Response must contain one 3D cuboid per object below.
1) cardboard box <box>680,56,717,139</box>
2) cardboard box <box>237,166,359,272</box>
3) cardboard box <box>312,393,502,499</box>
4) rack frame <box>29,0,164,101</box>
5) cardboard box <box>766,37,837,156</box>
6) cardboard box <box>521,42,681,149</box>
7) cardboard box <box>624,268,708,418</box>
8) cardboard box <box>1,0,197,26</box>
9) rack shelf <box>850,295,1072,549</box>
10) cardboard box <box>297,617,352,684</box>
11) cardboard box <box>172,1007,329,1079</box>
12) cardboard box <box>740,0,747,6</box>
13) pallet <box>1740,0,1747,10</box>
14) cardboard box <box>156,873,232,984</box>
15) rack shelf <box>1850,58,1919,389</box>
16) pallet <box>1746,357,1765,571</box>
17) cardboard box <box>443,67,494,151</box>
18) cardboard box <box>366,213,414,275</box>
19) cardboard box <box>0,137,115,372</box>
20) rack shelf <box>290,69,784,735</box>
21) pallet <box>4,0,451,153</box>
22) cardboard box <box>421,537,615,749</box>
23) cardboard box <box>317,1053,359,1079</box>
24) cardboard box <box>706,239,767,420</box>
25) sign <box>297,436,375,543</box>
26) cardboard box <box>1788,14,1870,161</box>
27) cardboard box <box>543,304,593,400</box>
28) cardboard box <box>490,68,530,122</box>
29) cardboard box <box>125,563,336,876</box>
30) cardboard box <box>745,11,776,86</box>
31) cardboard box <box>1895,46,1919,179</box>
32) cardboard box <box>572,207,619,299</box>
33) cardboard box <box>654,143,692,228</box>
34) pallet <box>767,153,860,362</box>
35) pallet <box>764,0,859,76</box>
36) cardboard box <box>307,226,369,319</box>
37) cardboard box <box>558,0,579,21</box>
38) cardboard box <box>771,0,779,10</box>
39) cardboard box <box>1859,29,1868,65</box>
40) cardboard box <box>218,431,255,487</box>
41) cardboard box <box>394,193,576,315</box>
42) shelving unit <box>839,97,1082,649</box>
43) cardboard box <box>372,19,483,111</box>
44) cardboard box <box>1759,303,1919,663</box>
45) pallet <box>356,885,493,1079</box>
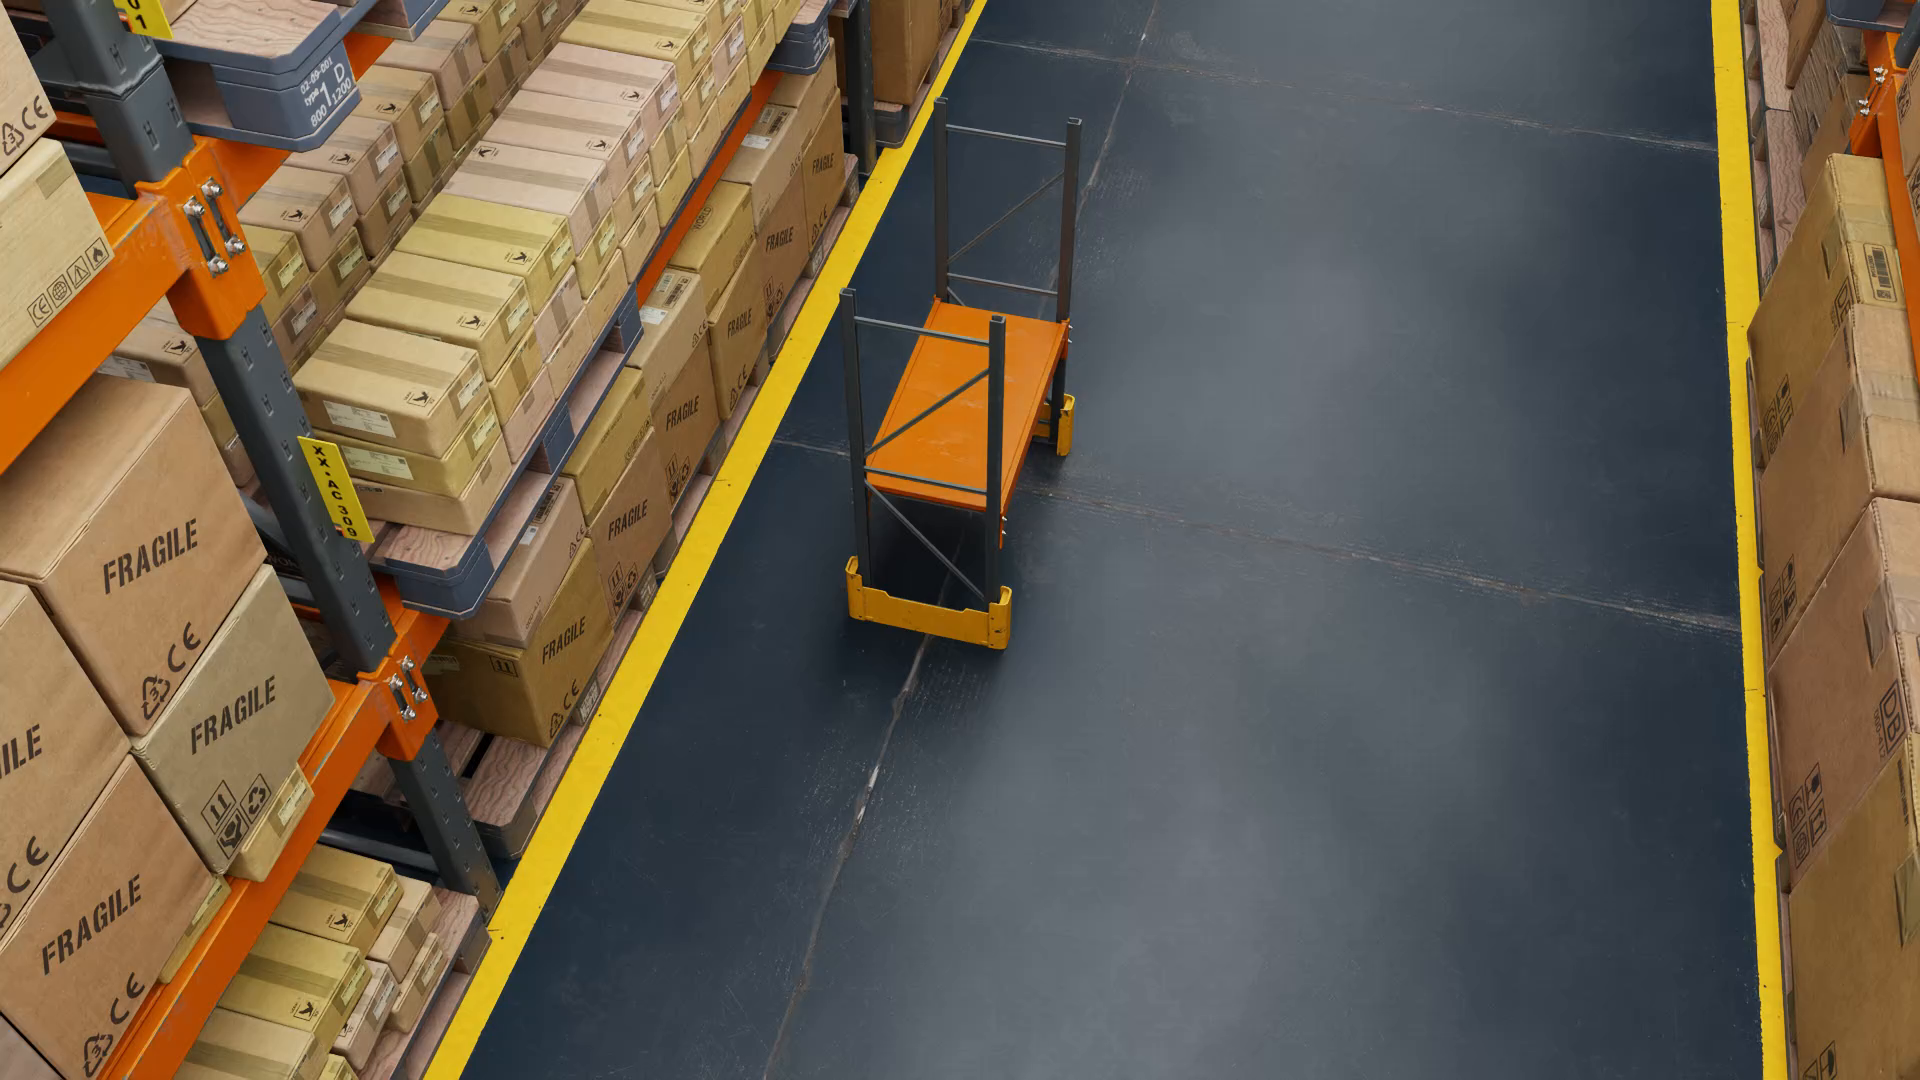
[{"bbox_3d":[-0.983,-1.406,5.179,0.380,0.149,0.250,11,49,9],"label":"cardboard box"},{"bbox_3d":[-1.883,-0.888,4.524,0.380,0.149,0.250,10,49,9],"label":"cardboard box"},{"bbox_3d":[-1.393,-0.274,4.180,0.380,0.149,0.250,12,50,11],"label":"cardboard box"},{"bbox_3d":[-1.940,-1.911,1.935,1.000,3.000,0.127,12,50,10],"label":"rack frame"},{"bbox_3d":[-0.814,-1.833,6.754,0.500,0.250,0.500,11,49,9],"label":"cardboard box"},{"bbox_3d":[-1.053,-1.308,4.894,0.380,0.149,0.250,13,50,11],"label":"cardboard box"},{"bbox_3d":[-1.214,-0.722,5.773,0.500,0.250,0.500,13,50,11],"label":"cardboard box"},{"bbox_3d":[-1.734,-1.343,3.087,0.700,0.500,0.500,12,50,10],"label":"cardboard box"},{"bbox_3d":[0.022,-0.439,5.877,0.538,0.185,1.000,12,50,10],"label":"rack shelf"},{"bbox_3d":[-1.988,0.177,5.480,0.500,0.500,0.500,11,49,9],"label":"cardboard box"},{"bbox_3d":[-1.870,1.365,4.270,0.380,0.149,0.250,11,50,10],"label":"cardboard box"},{"bbox_3d":[-0.847,-1.889,5.407,0.380,0.149,0.250,12,50,10],"label":"cardboard box"},{"bbox_3d":[4.721,-3.174,8.911,1.003,0.211,1.213,12,50,10],"label":"pallet"},{"bbox_3d":[-1.880,0.799,3.711,0.380,0.149,0.250,13,50,12],"label":"cardboard box"},{"bbox_3d":[3.345,-0.083,4.802,1.077,0.370,4.000,12,50,10],"label":"rack shelf"},{"bbox_3d":[3.591,-0.289,6.364,1.003,0.211,1.213,12,50,10],"label":"pallet"},{"bbox_3d":[-1.682,-1.361,5.140,0.380,0.149,0.250,12,50,10],"label":"cardboard box"},{"bbox_3d":[-1.825,-0.857,4.893,0.380,0.149,0.250,9,49,8],"label":"cardboard box"},{"bbox_3d":[-1.809,-0.460,2.755,0.500,0.250,0.500,13,50,11],"label":"cardboard box"},{"bbox_3d":[-1.414,-1.134,5.730,1.077,0.370,4.000,12,50,10],"label":"rack shelf"},{"bbox_3d":[-1.675,-1.282,3.505,1.213,0.211,1.003,12,50,10],"label":"pallet"},{"bbox_3d":[-1.490,0.280,5.389,0.500,0.500,0.500,13,50,11],"label":"cardboard box"},{"bbox_3d":[-1.829,1.466,4.378,0.380,0.149,0.250,10,49,9],"label":"cardboard box"},{"bbox_3d":[-1.072,-0.843,6.380,0.500,0.500,0.500,10,49,8],"label":"cardboard box"},{"bbox_3d":[-1.414,-0.111,3.770,0.100,0.325,0.005,12,50,10],"label":"sign"},{"bbox_3d":[4.162,-1.978,7.369,0.700,0.500,0.500,8,49,7],"label":"cardboard box"},{"bbox_3d":[-1.256,-0.558,4.629,0.380,0.149,0.250,12,50,10],"label":"cardboard box"},{"bbox_3d":[-1.617,-1.444,5.411,0.380,0.149,0.250,10,49,9],"label":"cardboard box"},{"bbox_3d":[-1.795,0.348,3.677,0.500,0.500,0.500,12,50,10],"label":"cardboard box"},{"bbox_3d":[-0.846,-1.687,5.626,0.380,0.149,0.250,10,49,8],"label":"cardboard box"},{"bbox_3d":[3.481,-1.502,5.509,0.500,0.500,0.500,13,50,11],"label":"cardboard box"},{"bbox_3d":[-1.191,-0.837,4.677,0.380,0.149,0.250,10,49,8],"label":"cardboard box"},{"bbox_3d":[-1.054,-1.121,5.127,0.380,0.149,0.250,11,49,9],"label":"cardboard box"},{"bbox_3d":[-1.094,-1.331,7.284,1.003,0.211,1.213,12,50,10],"label":"pallet"},{"bbox_3d":[-0.972,-2.219,6.336,1.213,0.211,1.003,12,50,10],"label":"pallet"},{"bbox_3d":[-1.889,-0.776,4.624,0.380,0.149,0.250,14,50,12],"label":"cardboard box"},{"bbox_3d":[-1.477,-1.910,5.625,0.380,0.149,0.250,12,50,10],"label":"cardboard box"},{"bbox_3d":[-0.780,-1.961,5.669,0.380,0.149,0.250,12,50,10],"label":"cardboard box"},{"bbox_3d":[4.149,-2.210,7.073,0.500,0.250,0.500,17,51,14],"label":"cardboard box"},{"bbox_3d":[-2.026,-0.308,4.409,0.380,0.149,0.250,11,49,9],"label":"cardboard box"},{"bbox_3d":[-1.255,-0.760,4.411,0.380,0.149,0.250,12,50,10],"label":"cardboard box"},{"bbox_3d":[0.020,-0.551,5.736,0.587,1.500,1.083,12,50,10],"label":"shelving unit"},{"bbox_3d":[-1.679,-1.450,5.020,0.380,0.149,0.250,10,49,8],"label":"cardboard box"},{"bbox_3d":[3.428,-0.065,5.444,1.225,0.875,0.875,12,50,10],"label":"cardboard box"},{"bbox_3d":[-2.083,1.490,4.794,1.003,0.211,1.213,12,50,10],"label":"pallet"}]
